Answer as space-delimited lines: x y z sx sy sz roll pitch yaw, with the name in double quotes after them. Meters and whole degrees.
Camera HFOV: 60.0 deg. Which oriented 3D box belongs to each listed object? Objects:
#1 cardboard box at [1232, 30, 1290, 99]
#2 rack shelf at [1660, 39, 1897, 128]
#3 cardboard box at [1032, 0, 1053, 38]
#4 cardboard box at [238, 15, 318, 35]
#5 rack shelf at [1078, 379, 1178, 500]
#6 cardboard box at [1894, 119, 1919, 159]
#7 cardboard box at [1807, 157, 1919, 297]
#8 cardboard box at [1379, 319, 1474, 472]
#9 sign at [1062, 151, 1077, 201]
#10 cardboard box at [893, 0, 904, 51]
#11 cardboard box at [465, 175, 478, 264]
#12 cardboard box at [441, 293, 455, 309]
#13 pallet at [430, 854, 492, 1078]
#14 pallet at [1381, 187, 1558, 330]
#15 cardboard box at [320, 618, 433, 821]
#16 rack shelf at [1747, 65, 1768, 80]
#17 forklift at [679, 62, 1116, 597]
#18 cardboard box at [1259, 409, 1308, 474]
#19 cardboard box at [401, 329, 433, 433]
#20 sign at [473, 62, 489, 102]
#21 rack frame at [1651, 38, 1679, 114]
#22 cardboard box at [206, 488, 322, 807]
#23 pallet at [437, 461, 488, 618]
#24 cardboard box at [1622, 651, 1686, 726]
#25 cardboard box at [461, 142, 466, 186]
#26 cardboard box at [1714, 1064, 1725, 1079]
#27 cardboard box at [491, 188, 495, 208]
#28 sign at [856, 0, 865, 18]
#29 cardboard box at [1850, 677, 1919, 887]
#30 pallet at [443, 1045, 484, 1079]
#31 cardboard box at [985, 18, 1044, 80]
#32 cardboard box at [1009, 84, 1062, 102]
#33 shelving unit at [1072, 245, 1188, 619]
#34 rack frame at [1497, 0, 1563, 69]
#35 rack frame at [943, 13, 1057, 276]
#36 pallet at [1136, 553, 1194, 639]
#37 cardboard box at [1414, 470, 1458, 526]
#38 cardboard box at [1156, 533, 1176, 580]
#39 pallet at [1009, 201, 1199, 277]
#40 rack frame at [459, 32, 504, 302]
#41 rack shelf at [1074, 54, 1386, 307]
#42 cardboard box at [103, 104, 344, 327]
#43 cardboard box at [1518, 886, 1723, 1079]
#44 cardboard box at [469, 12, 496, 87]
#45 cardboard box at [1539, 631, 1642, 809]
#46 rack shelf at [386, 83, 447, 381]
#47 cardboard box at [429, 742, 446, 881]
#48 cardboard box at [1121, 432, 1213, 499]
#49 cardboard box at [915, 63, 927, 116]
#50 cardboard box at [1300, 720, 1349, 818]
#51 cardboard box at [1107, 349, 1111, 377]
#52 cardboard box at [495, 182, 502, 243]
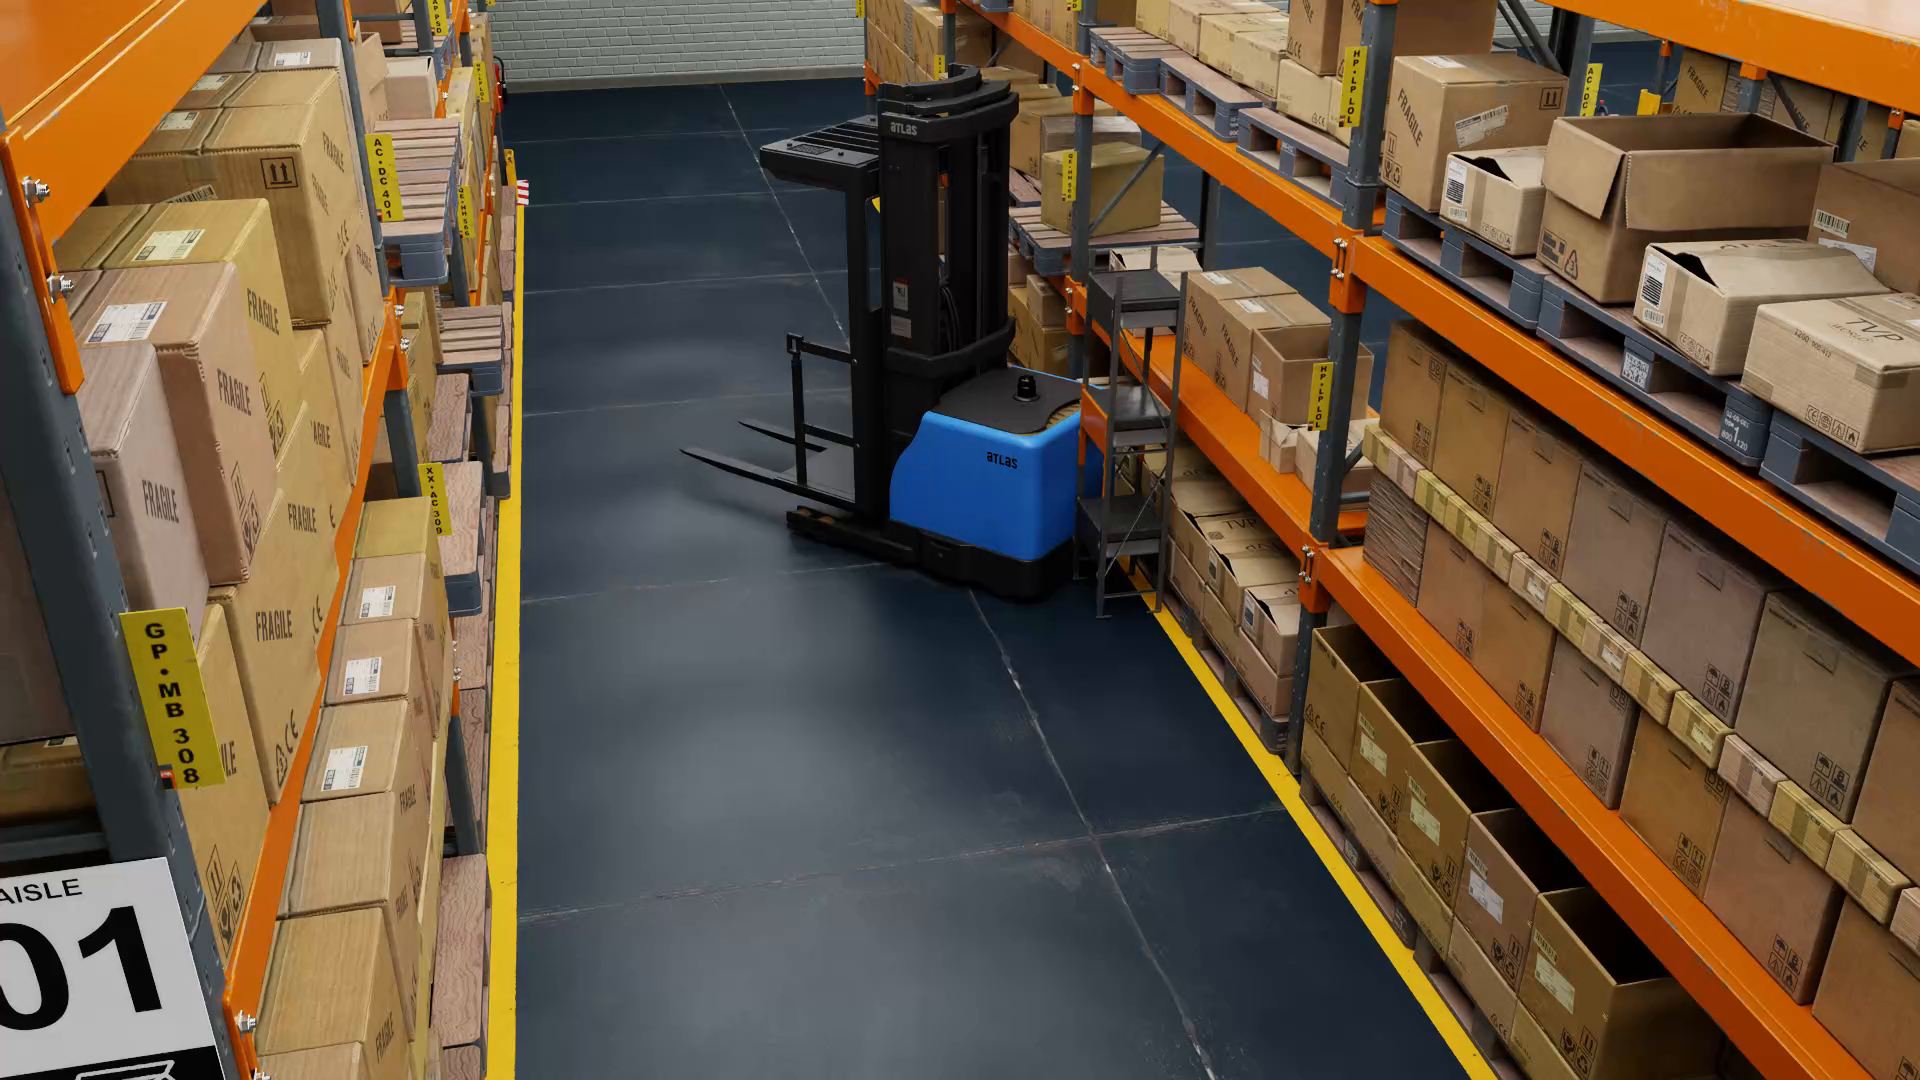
1.783 -2.527 8.800 0.500 0.250 0.500 -8 28 -16 "cardboard box"
9.553 -5.295 18.711 1.077 0.370 4.000 -6 27 -12 "rack shelf"
1.007 -3.774 11.458 0.910 0.500 0.500 -6 27 -12 "cardboard box"
-3.634 -2.527 8.965 0.500 0.500 0.500 -6 27 -12 "cardboard box"
0.959 -0.586 9.601 0.431 0.518 0.480 -5 28 -12 "rack shelf"
10.168 -3.699 16.641 1.225 0.875 0.875 -6 27 -11 "cardboard box"
2.948 -0.857 5.057 0.500 0.500 0.500 -6 27 -12 "cardboard box"
2.261 -0.652 7.162 0.700 0.500 0.500 -6 27 -11 "cardboard box"
0.726 -2.401 10.980 0.100 0.325 0.005 -6 27 -12 "sign"
-0.358 -5.088 16.281 0.500 0.500 0.500 -6 27 -12 "cardboard box"
-3.541 -2.130 11.178 0.500 0.500 0.500 -5 27 -10 "cardboard box"
-3.421 -1.538 10.726 0.380 0.149 0.250 -6 27 -12 "cardboard box"
-2.485 1.819 6.913 1.003 0.211 1.213 -6 27 -12 "pallet"
2.372 -1.150 6.469 1.003 0.211 1.213 -6 27 -12 "pallet"
-2.042 0.623 5.500 0.500 0.500 0.500 -7 28 -13 "cardboard box"
6.531 -2.620 10.080 1.077 0.370 4.000 -6 27 -12 "rack shelf"
-0.513 -1.471 10.411 3.031 2.935 1.130 18 32 31 "forklift"
1.777 -0.530 8.619 0.396 0.266 0.258 -7 28 -13 "cardboard box"
-3.050 -0.717 8.243 0.700 0.500 0.500 -2 27 -5 "cardboard box"
-3.947 -3.771 13.694 0.100 0.325 0.005 -6 27 -12 "sign"
9.102 -6.495 20.288 1.000 3.000 0.127 -6 27 -12 "rack frame"
-1.688 0.234 3.495 0.500 0.500 0.500 -4 27 -8 "cardboard box"
-2.701 0.018 7.599 1.003 0.211 1.213 -6 27 -12 "pallet"
2.491 0.483 5.634 0.380 0.149 0.250 -5 27 -10 "cardboard box"
-3.545 -2.456 10.992 0.500 0.250 0.500 -6 27 -12 "cardboard box"
2.923 1.877 6.288 0.500 0.250 0.500 -6 27 -12 "cardboard box"
-4.442 -3.098 15.148 0.380 0.149 0.250 -5 27 -10 "cardboard box"
-1.079 -5.822 17.994 0.100 0.325 0.005 -6 27 -12 "sign"
2.951 0.681 4.522 0.700 0.500 0.500 -6 27 -11 "cardboard box"
-2.207 2.355 5.850 1.003 0.211 1.213 -6 27 -12 "pallet"
0.520 -4.461 15.038 0.500 0.500 0.500 -5 27 -10 "cardboard box"
0.457 -3.440 13.660 0.700 0.500 0.500 -2 27 -3 "cardboard box"
0.960 -0.598 9.594 0.431 2.100 0.503 -5 28 -12 "shelving unit"
5.178 -4.236 15.813 1.000 3.000 0.127 -6 27 -12 "rack frame"
0.352 -3.734 14.819 1.000 3.000 0.127 -6 27 -12 "rack frame"
1.672 0.166 10.186 1.003 0.211 1.213 -6 27 -12 "pallet"
2.143 -0.195 6.977 0.380 0.149 0.250 -7 28 -13 "cardboard box"
1.437 -0.005 10.017 0.500 0.250 0.500 -5 27 -11 "cardboard box"
1.032 -2.183 11.959 1.213 0.211 1.003 -6 27 -12 "pallet"
-4.474 -3.230 13.820 1.000 3.000 0.127 -6 27 -12 "rack frame"
1.704 -2.118 9.087 1.077 0.370 4.000 -6 27 -12 "rack shelf"
-2.032 -0.896 4.625 0.500 0.500 0.500 -7 28 -13 "cardboard box"
2.405 1.596 6.012 0.500 0.500 0.500 -6 27 -12 "cardboard box"
-5.251 -4.897 16.790 0.980 0.700 0.700 -5 27 -9 "cardboard box"
2.612 0.604 6.114 0.700 0.500 0.500 -5 27 -10 "cardboard box"
-3.122 -1.614 8.087 1.077 0.370 4.000 -6 27 -12 "rack shelf"
-2.036 0.956 5.670 0.500 0.250 0.500 -6 27 -12 "cardboard box"
1.324 -0.475 10.325 0.500 0.311 0.500 -7 28 -13 "cardboard box"
-0.129 -4.198 15.628 0.500 0.500 0.500 -5 27 -10 "cardboard box"
1.964 1.052 7.922 0.500 0.250 0.500 -6 27 -12 "cardboard box"
1.305 -1.517 12.712 0.500 0.500 0.500 -7 28 -13 "cardboard box"
-4.766 -3.086 15.844 0.700 0.500 0.500 -5 27 -10 "cardboard box"
